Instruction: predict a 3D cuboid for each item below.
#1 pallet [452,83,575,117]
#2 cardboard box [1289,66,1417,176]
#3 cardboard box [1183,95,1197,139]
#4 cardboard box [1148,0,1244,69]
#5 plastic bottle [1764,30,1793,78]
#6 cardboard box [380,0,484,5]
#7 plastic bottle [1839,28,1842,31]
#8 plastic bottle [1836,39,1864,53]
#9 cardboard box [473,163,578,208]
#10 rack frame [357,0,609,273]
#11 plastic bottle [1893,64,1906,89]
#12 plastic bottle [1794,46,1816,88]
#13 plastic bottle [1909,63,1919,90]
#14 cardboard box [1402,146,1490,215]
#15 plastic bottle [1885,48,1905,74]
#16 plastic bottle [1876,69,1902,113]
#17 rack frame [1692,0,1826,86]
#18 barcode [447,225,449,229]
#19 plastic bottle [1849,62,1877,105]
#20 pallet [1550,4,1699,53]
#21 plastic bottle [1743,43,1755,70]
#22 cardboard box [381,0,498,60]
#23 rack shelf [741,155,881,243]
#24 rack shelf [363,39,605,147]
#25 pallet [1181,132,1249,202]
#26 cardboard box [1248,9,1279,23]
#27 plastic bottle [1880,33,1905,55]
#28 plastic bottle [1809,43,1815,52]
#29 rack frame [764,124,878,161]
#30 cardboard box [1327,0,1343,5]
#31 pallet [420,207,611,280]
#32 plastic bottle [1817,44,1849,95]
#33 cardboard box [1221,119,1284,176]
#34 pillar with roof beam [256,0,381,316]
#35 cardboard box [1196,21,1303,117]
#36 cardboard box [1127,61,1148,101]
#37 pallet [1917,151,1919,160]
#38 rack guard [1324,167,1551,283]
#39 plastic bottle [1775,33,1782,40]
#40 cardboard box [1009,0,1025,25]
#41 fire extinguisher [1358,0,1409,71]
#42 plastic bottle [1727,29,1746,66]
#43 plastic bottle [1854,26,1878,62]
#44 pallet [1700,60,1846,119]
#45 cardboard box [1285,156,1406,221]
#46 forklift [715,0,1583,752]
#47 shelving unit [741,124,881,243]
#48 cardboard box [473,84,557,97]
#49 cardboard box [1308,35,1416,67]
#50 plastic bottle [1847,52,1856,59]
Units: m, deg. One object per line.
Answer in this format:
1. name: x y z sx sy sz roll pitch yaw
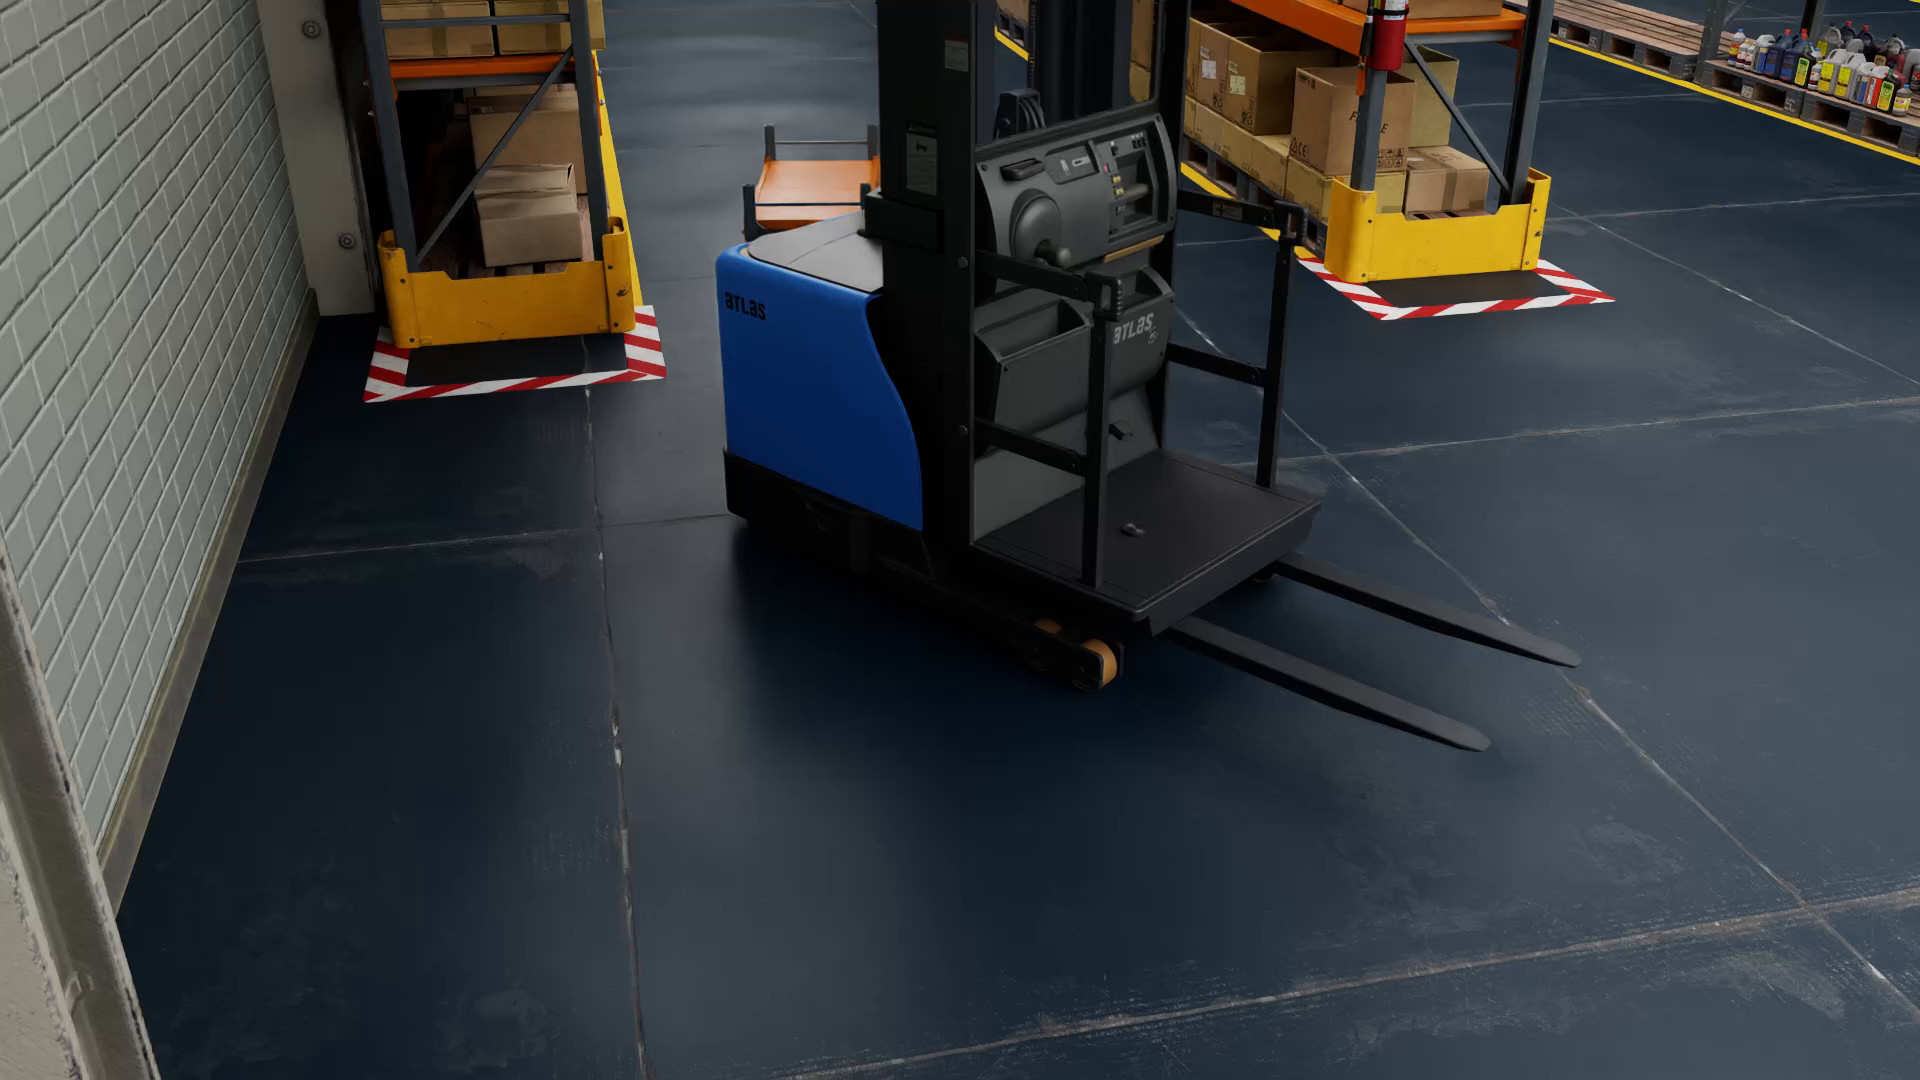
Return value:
1. pallet: -3.289 -3.219 12.394 1.003 0.211 1.213 -6 27 -12
2. cardboard box: 2.204 -2.371 9.372 0.500 0.500 0.500 -6 27 -12
3. cardboard box: 1.738 -2.913 11.277 0.500 0.250 0.500 -6 27 -12
4. cardboard box: 1.633 -3.468 11.545 0.500 0.500 0.500 -6 27 -12
5. plastic bottle: 6.318 -3.746 12.794 0.144 0.351 0.185 -5 27 -10
6. cardboard box: -2.524 -2.829 7.837 0.500 0.500 0.500 -6 27 -12
7. plastic bottle: 6.970 -3.935 13.243 0.061 0.283 0.133 -5 27 -9
8. plastic bottle: 6.871 -3.745 12.876 0.152 0.276 0.135 -6 27 -12
9. cardboard box: -2.407 -1.926 9.232 0.500 0.311 0.500 -4 27 -7
10. rack frame: -2.211 -2.367 7.610 1.000 3.000 0.127 -6 27 -12
11. plastic bottle: 6.674 -3.243 11.872 0.061 0.283 0.133 -6 27 -12
12. plastic bottle: 6.357 -3.556 12.493 0.061 0.283 0.133 -5 27 -9
13. plastic bottle: 7.168 -3.475 12.424 0.097 0.201 0.097 0 27 0
14. cardboard box: 2.711 -2.089 9.646 0.500 0.250 0.500 -6 27 -12
15. plastic bottle: 7.011 -3.550 12.481 0.061 0.283 0.133 -6 27 -12
16. plastic bottle: 6.557 -3.168 11.723 0.061 0.283 0.133 -5 27 -10
17. rack frame: 6.540 -5.129 13.082 1.000 3.000 0.127 -6 27 -12
18. barcode: -2.673 -1.647 8.670 0.001 0.075 0.075 -6 27 -12
19. plastic bottle: 6.539 -3.289 11.972 0.152 0.276 0.135 -7 28 -13
20. pallet: 6.047 -4.761 15.449 1.003 0.211 1.213 -6 27 -12
21. plastic bottle: 6.231 -3.802 13.071 0.097 0.201 0.097 0 27 0
22. cardboard box: -2.505 -2.494 8.007 0.500 0.250 0.500 -6 27 -11
23. rack shelf: -0.610 -1.380 7.087 0.538 0.278 1.000 -1 27 -1
24. rack shelf: -2.661 -2.923 9.511 1.077 0.370 4.000 -6 27 -12
25. pallet: 2.130 -2.492 10.954 1.003 0.211 1.213 -6 27 -12
26. cardboard box: 2.249 -3.301 11.214 0.500 0.500 0.500 -6 27 -12
27. plastic bottle: 7.082 -3.663 12.630 0.144 0.351 0.185 -6 27 -12
28. plastic bottle: 6.468 -3.659 12.710 0.097 0.271 0.097 0 27 0
29. rack frame: -0.621 -1.348 7.672 0.500 1.125 0.032 -1 27 -1
30. cardboard box: 2.399 -3.352 9.452 0.700 0.500 0.500 -5 27 -10
31. pallet: -2.376 -1.515 9.018 1.003 0.211 1.213 -6 27 -12
32. plastic bottle: 6.456 -3.476 12.260 0.144 0.351 0.185 -6 27 -12
33. cardboard box: 1.967 -2.474 10.409 0.500 0.250 0.500 -6 27 -12
34. pillar with roof beam: 0.983 -5.701 7.559 9.100 9.000 0.400 -6 27 -12
35. cardboard box: 1.853 -3.028 10.674 0.500 0.500 0.500 -6 27 -12
36. cardboard box: 1.523 -3.353 12.149 0.500 0.250 0.500 -6 27 -12
37. pallet: 7.201 -2.514 10.996 1.003 0.211 1.213 -6 27 -12
38. rack guard: 2.620 -1.745 9.152 1.175 0.500 0.348 -6 27 -12
39. plastic bottle: 6.388 -3.800 12.976 0.061 0.283 0.133 -6 27 -12
40. cardboard box: 0.758 -4.863 15.141 0.500 0.250 0.500 -7 28 -13
41. fire extinguisher: 2.189 -2.738 8.431 0.296 0.674 0.183 -6 27 -12
42. plastic bottle: 6.185 -3.923 13.232 0.097 0.271 0.097 0 27 0
43. plastic bottle: 7.009 -3.805 12.911 0.144 0.351 0.185 -7 28 -14
44. pallet: 6.651 -3.585 13.118 1.003 0.211 1.213 -6 27 -12
45. cardboard box: 2.206 -2.037 9.542 0.500 0.250 0.500 -6 27 -12
46. forklift: 0.543 -1.093 5.163 3.031 2.935 1.130 22 34 37
47. shelving unit: -0.610 -1.119 7.219 0.538 1.125 1.048 -1 27 -1
48. cardboard box: -2.839 -2.752 10.658 0.500 0.500 0.500 -8 28 -15
49. cardboard box: 2.471 -2.862 10.344 0.500 0.500 0.500 -6 27 -12
50. plastic bottle: 6.595 -3.469 12.329 0.152 0.276 0.135 -6 27 -12
